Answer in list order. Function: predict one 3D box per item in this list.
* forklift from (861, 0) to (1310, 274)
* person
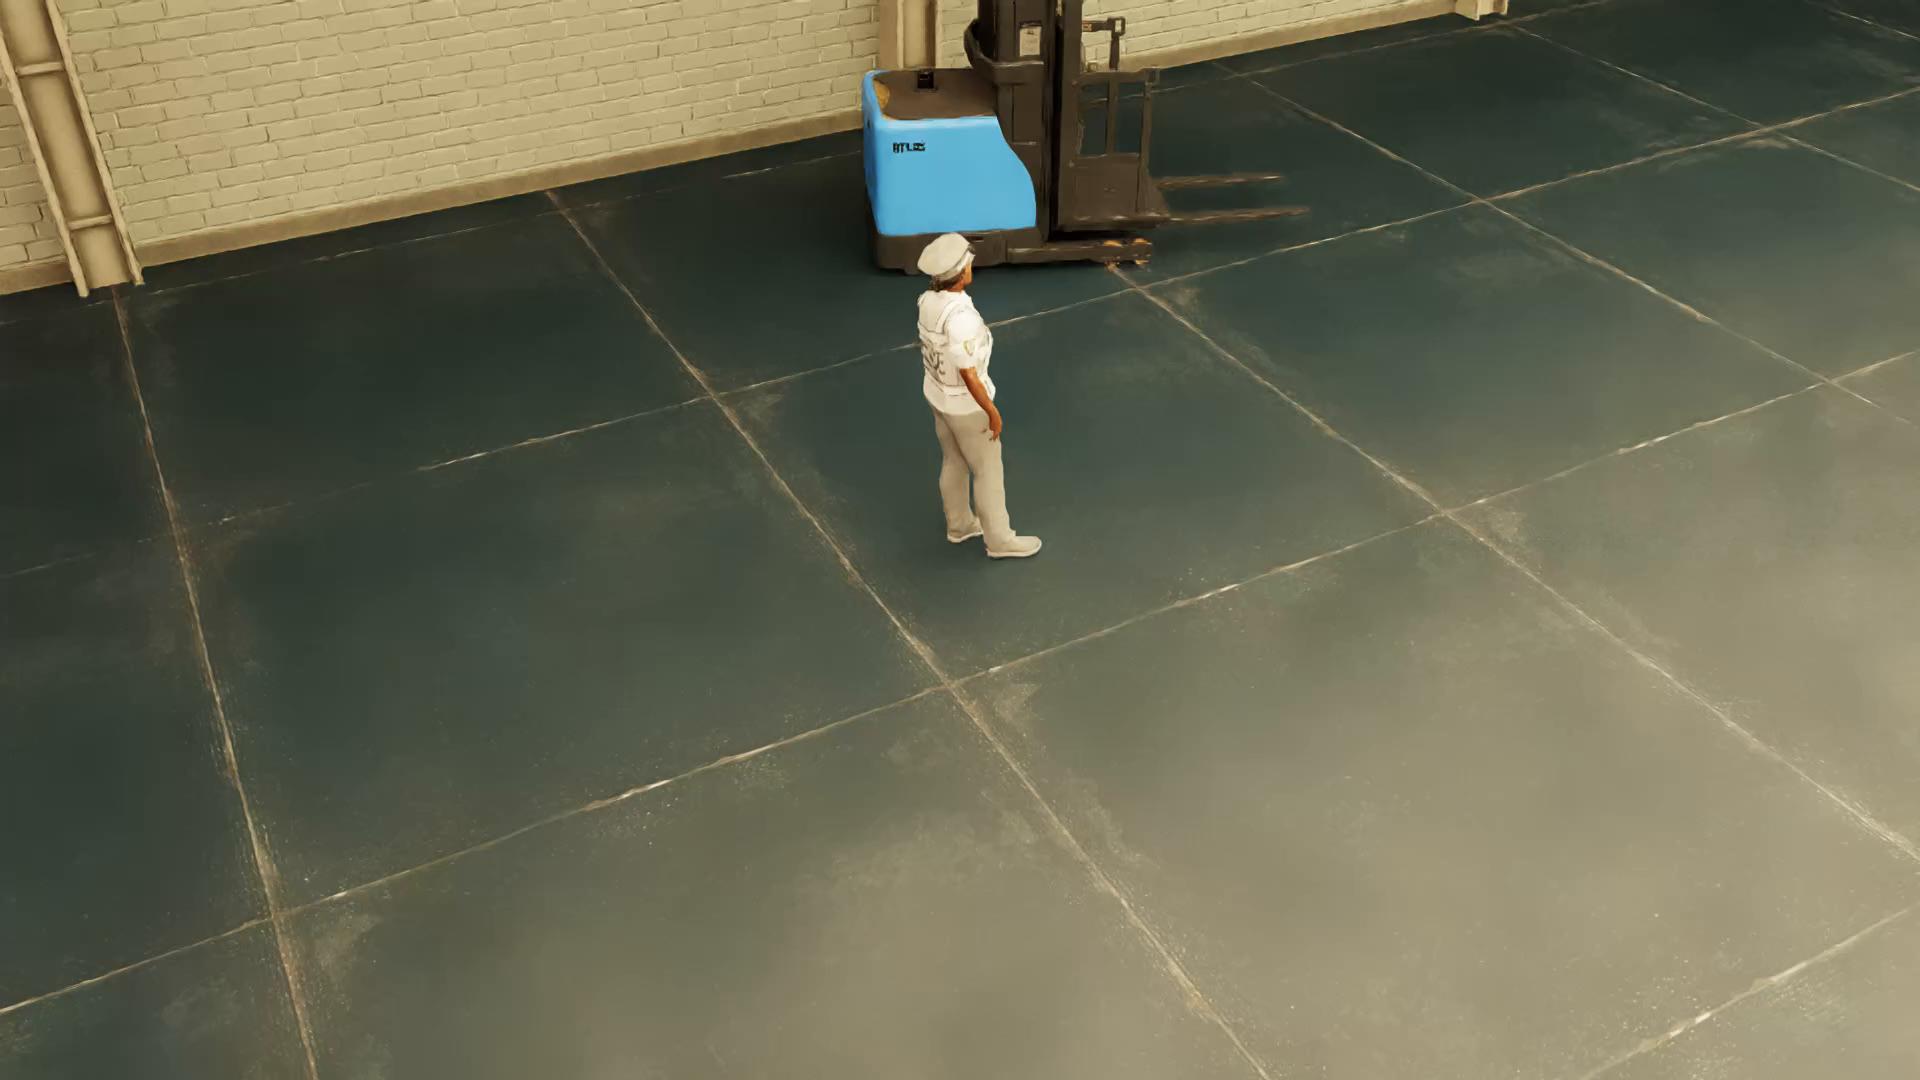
[{"bbox_3d":[0.877,-3.358,10.873,3.031,2.935,1.130,-5,36,-7],"label":"forklift"},{"bbox_3d":[0.075,-0.707,8.184,0.529,1.693,0.570,-17,39,-23],"label":"person"}]
